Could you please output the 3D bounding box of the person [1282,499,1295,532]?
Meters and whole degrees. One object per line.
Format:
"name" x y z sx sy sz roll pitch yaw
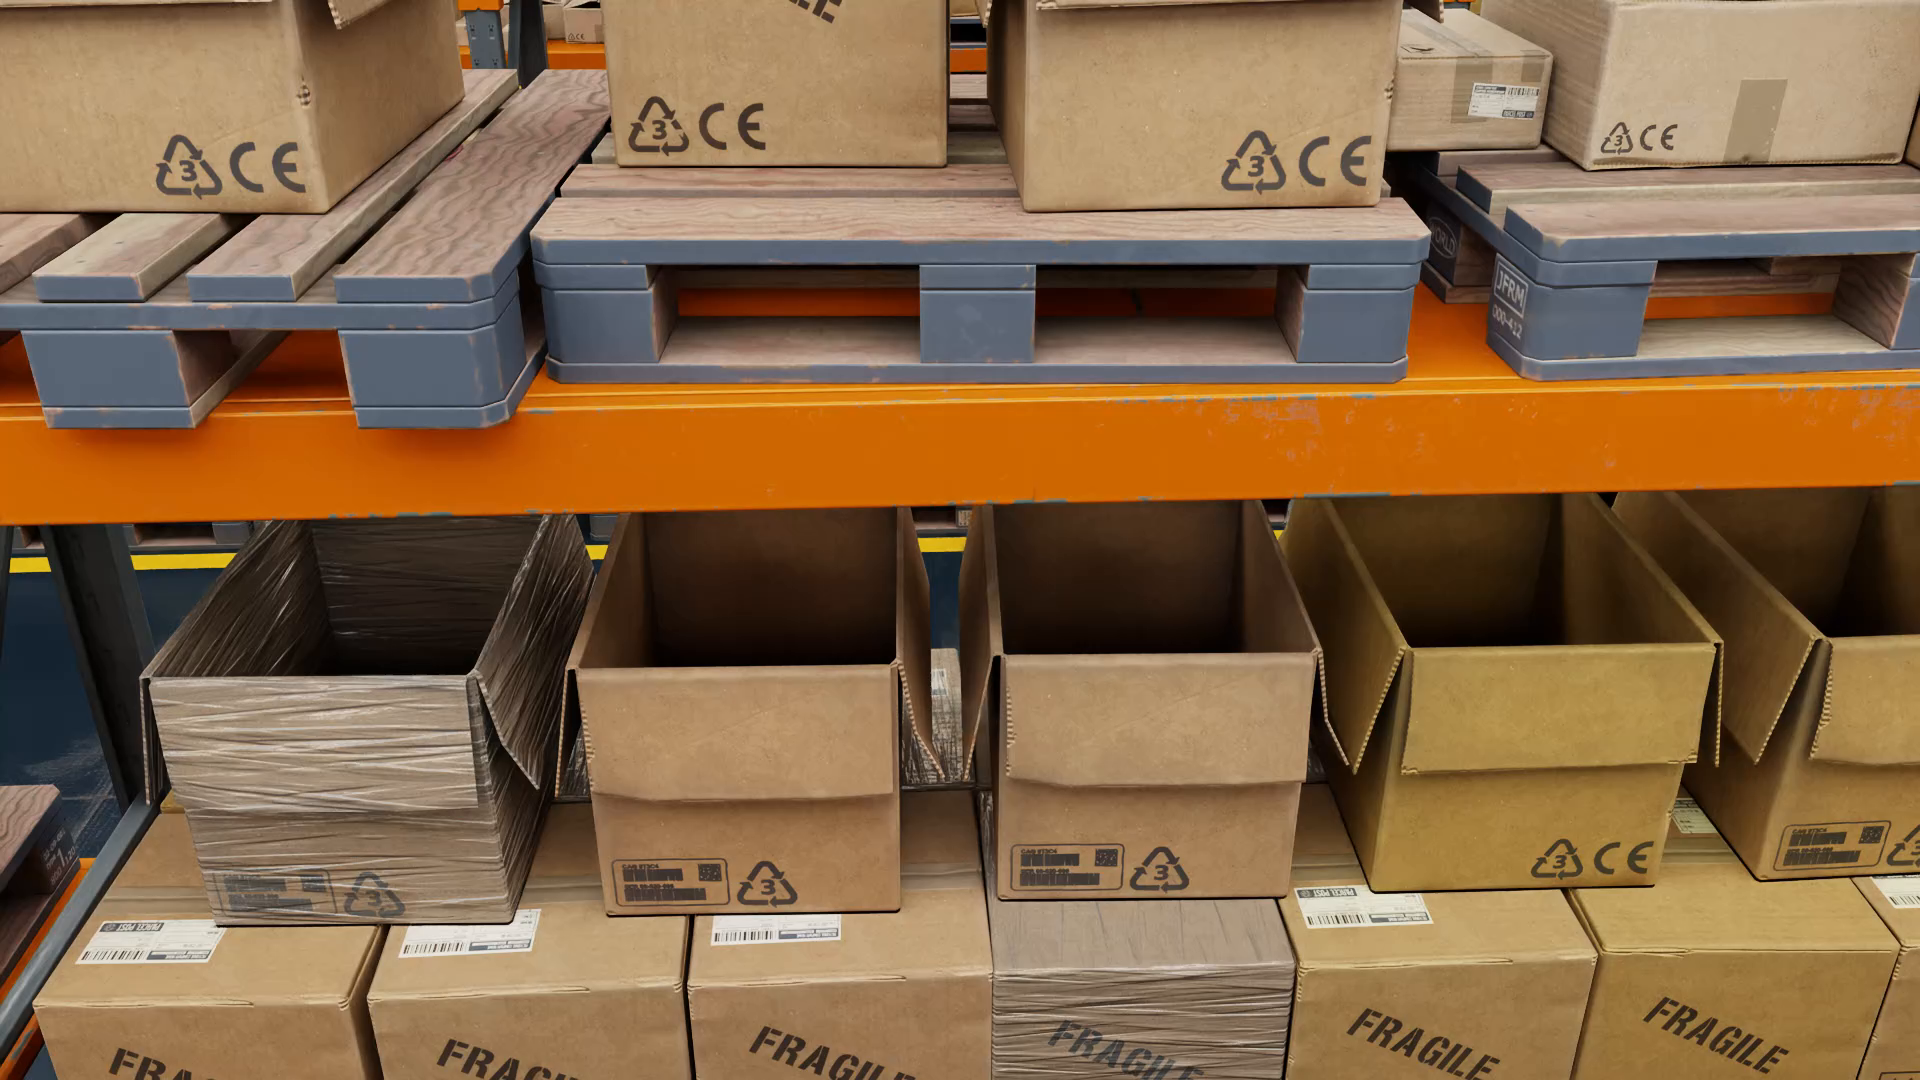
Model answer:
"person" 1.328 0.072 6.018 0.343 1.652 0.453 -1 28 -1
